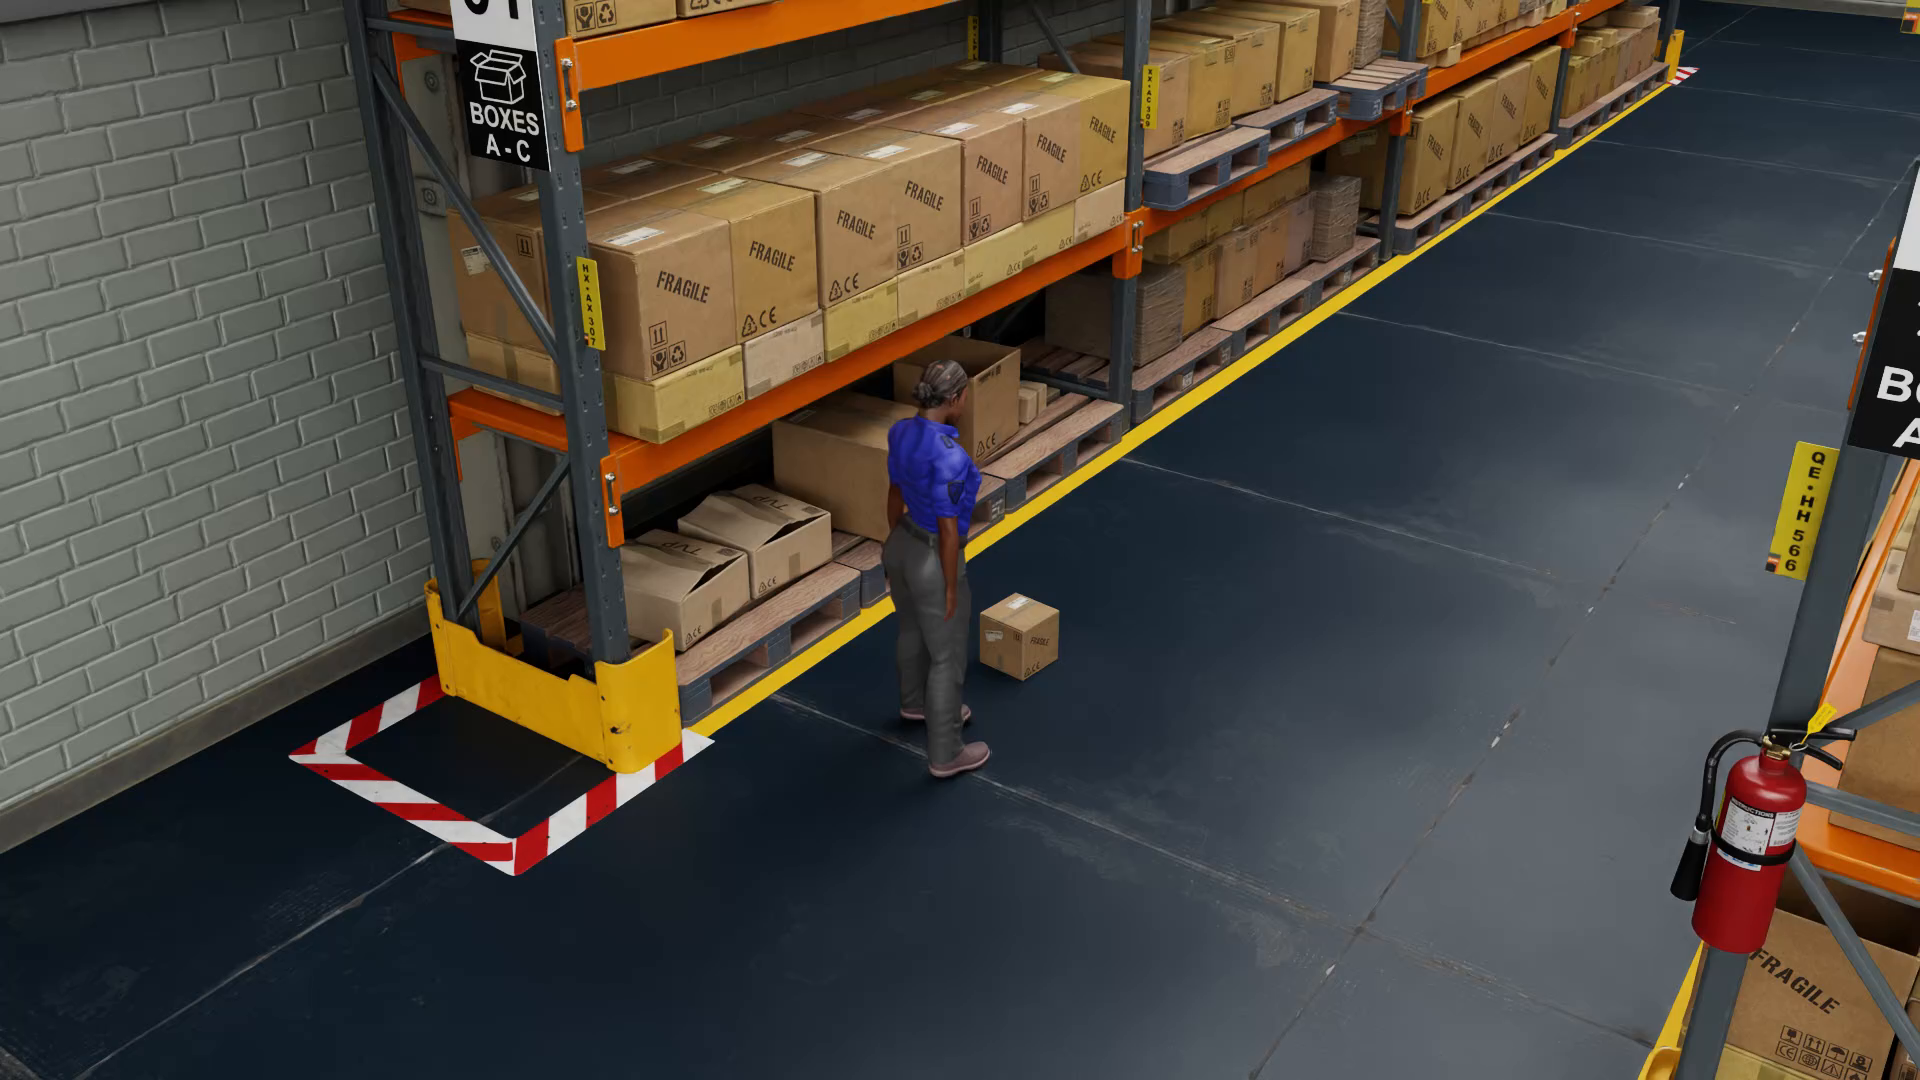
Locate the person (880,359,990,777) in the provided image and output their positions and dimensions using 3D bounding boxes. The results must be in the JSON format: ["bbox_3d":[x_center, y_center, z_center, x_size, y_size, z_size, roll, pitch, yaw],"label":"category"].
[{"bbox_3d":[-0.088,0.091,6.439,0.398,1.646,0.515,-17,31,-29],"label":"person"}]
